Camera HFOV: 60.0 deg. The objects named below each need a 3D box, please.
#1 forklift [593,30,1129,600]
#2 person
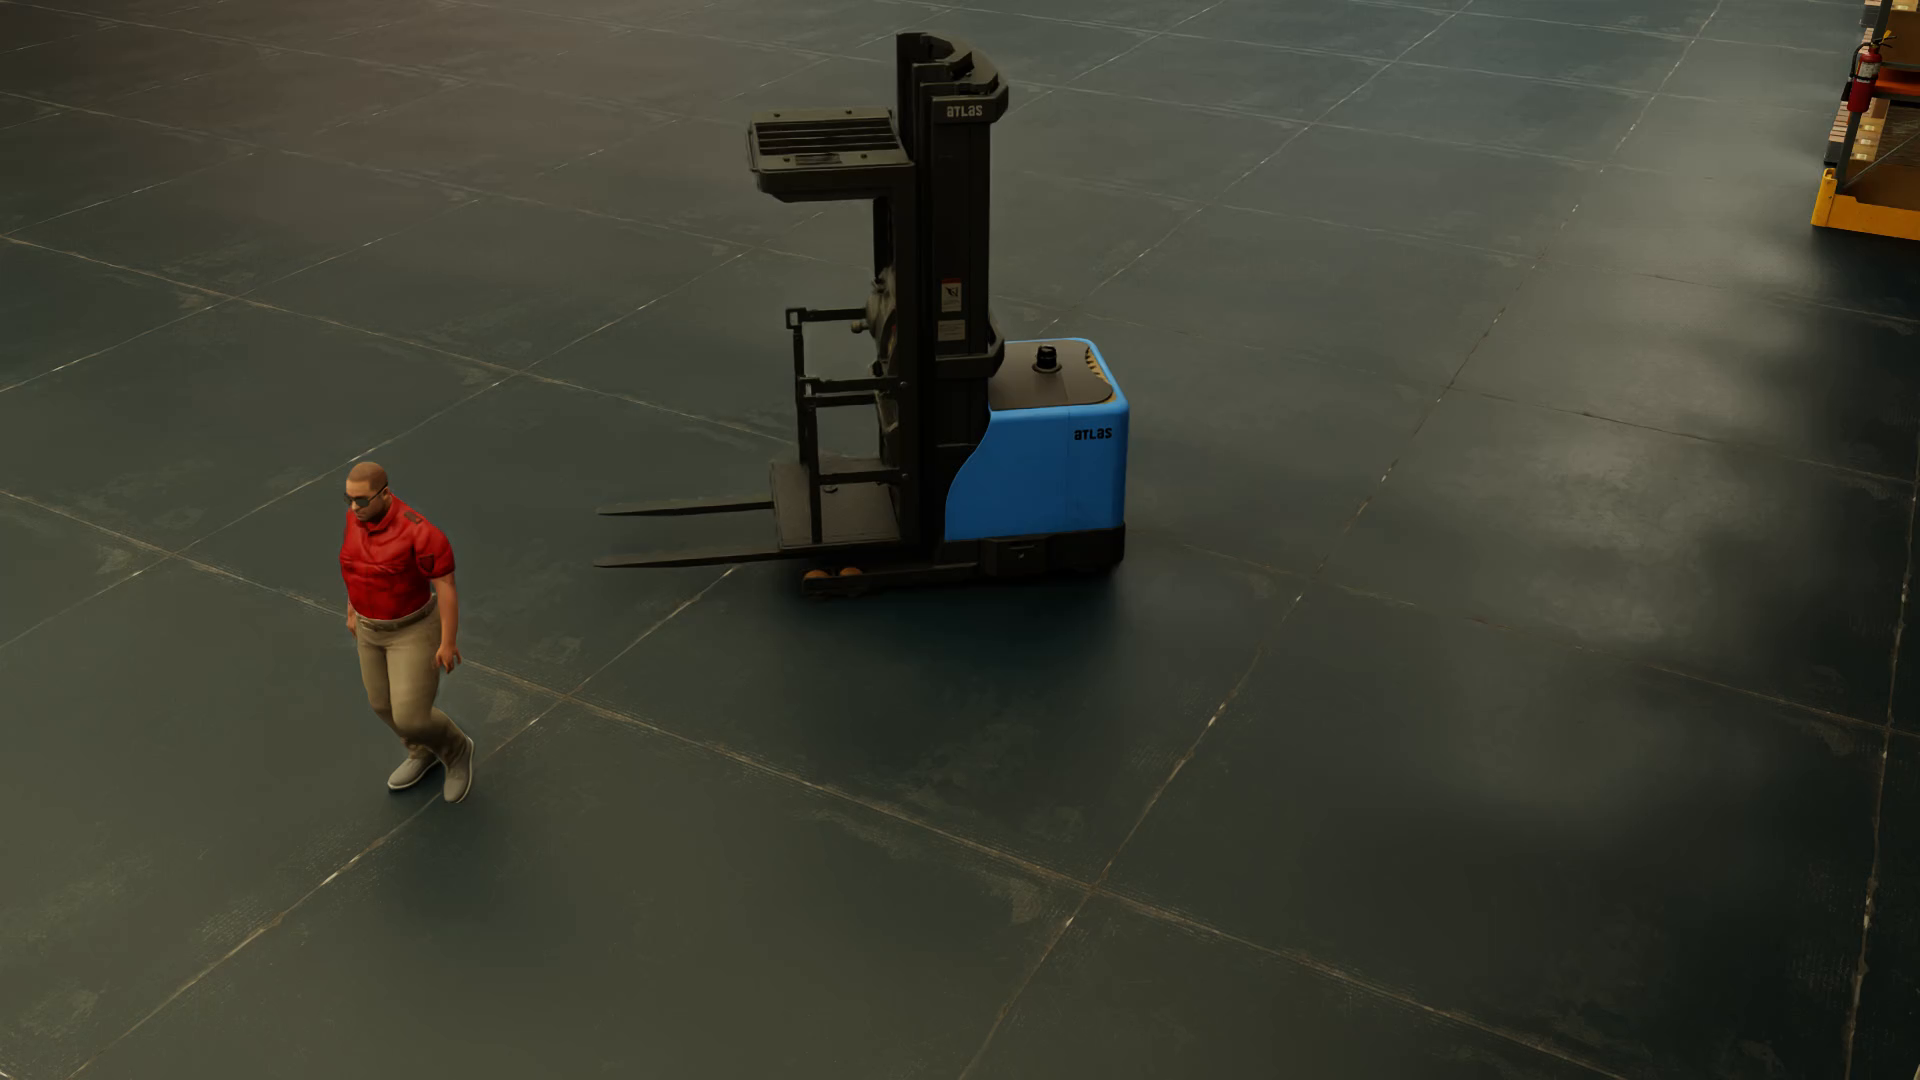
[{"bbox_3d":[-0.610,-1.213,9.173,3.031,2.935,1.130,-4,30,-8],"label":"forklift"},{"bbox_3d":[-2.573,0.444,7.543,0.666,1.726,0.467,13,32,21],"label":"person"}]
